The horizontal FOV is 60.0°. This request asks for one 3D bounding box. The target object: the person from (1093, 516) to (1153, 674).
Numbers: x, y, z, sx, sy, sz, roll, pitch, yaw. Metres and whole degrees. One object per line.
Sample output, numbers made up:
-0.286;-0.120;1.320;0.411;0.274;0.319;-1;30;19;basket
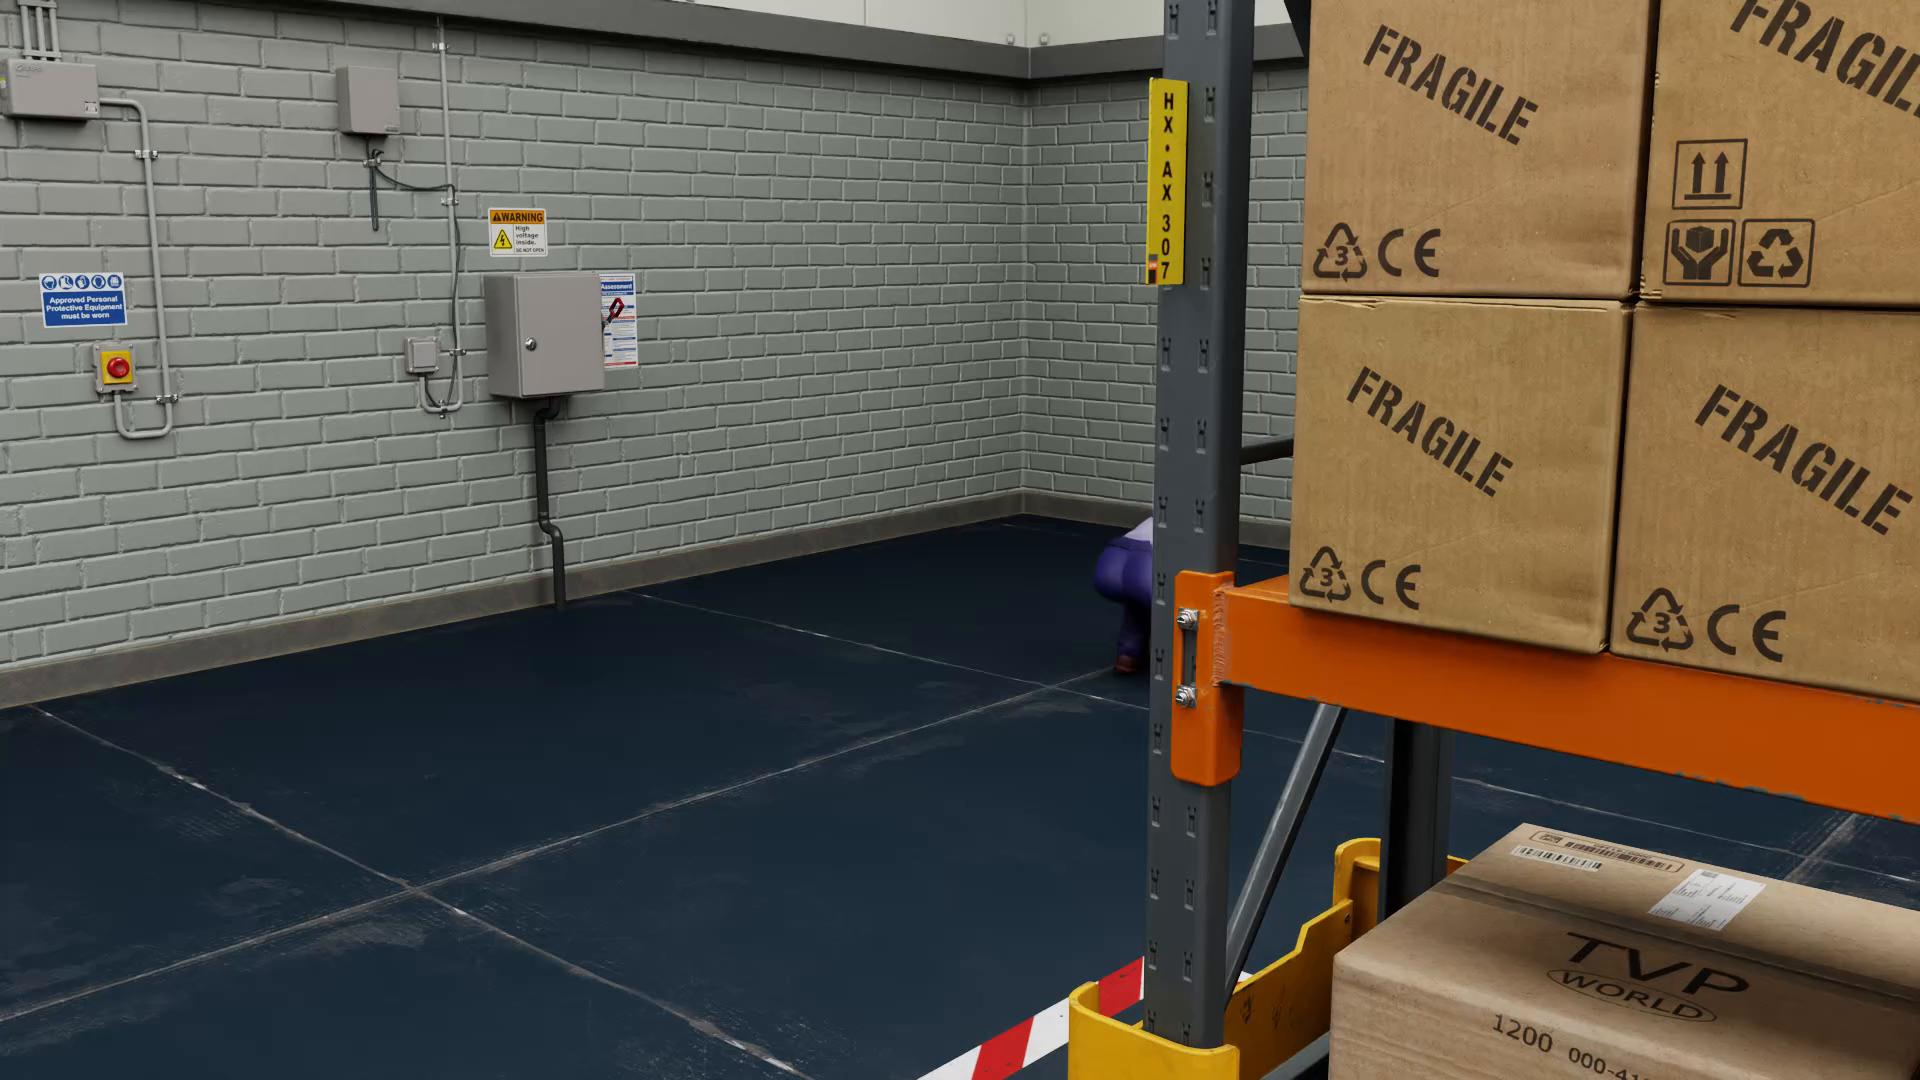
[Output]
0.945;0.226;7.325;0.495;0.746;0.888;9;13;39;person
